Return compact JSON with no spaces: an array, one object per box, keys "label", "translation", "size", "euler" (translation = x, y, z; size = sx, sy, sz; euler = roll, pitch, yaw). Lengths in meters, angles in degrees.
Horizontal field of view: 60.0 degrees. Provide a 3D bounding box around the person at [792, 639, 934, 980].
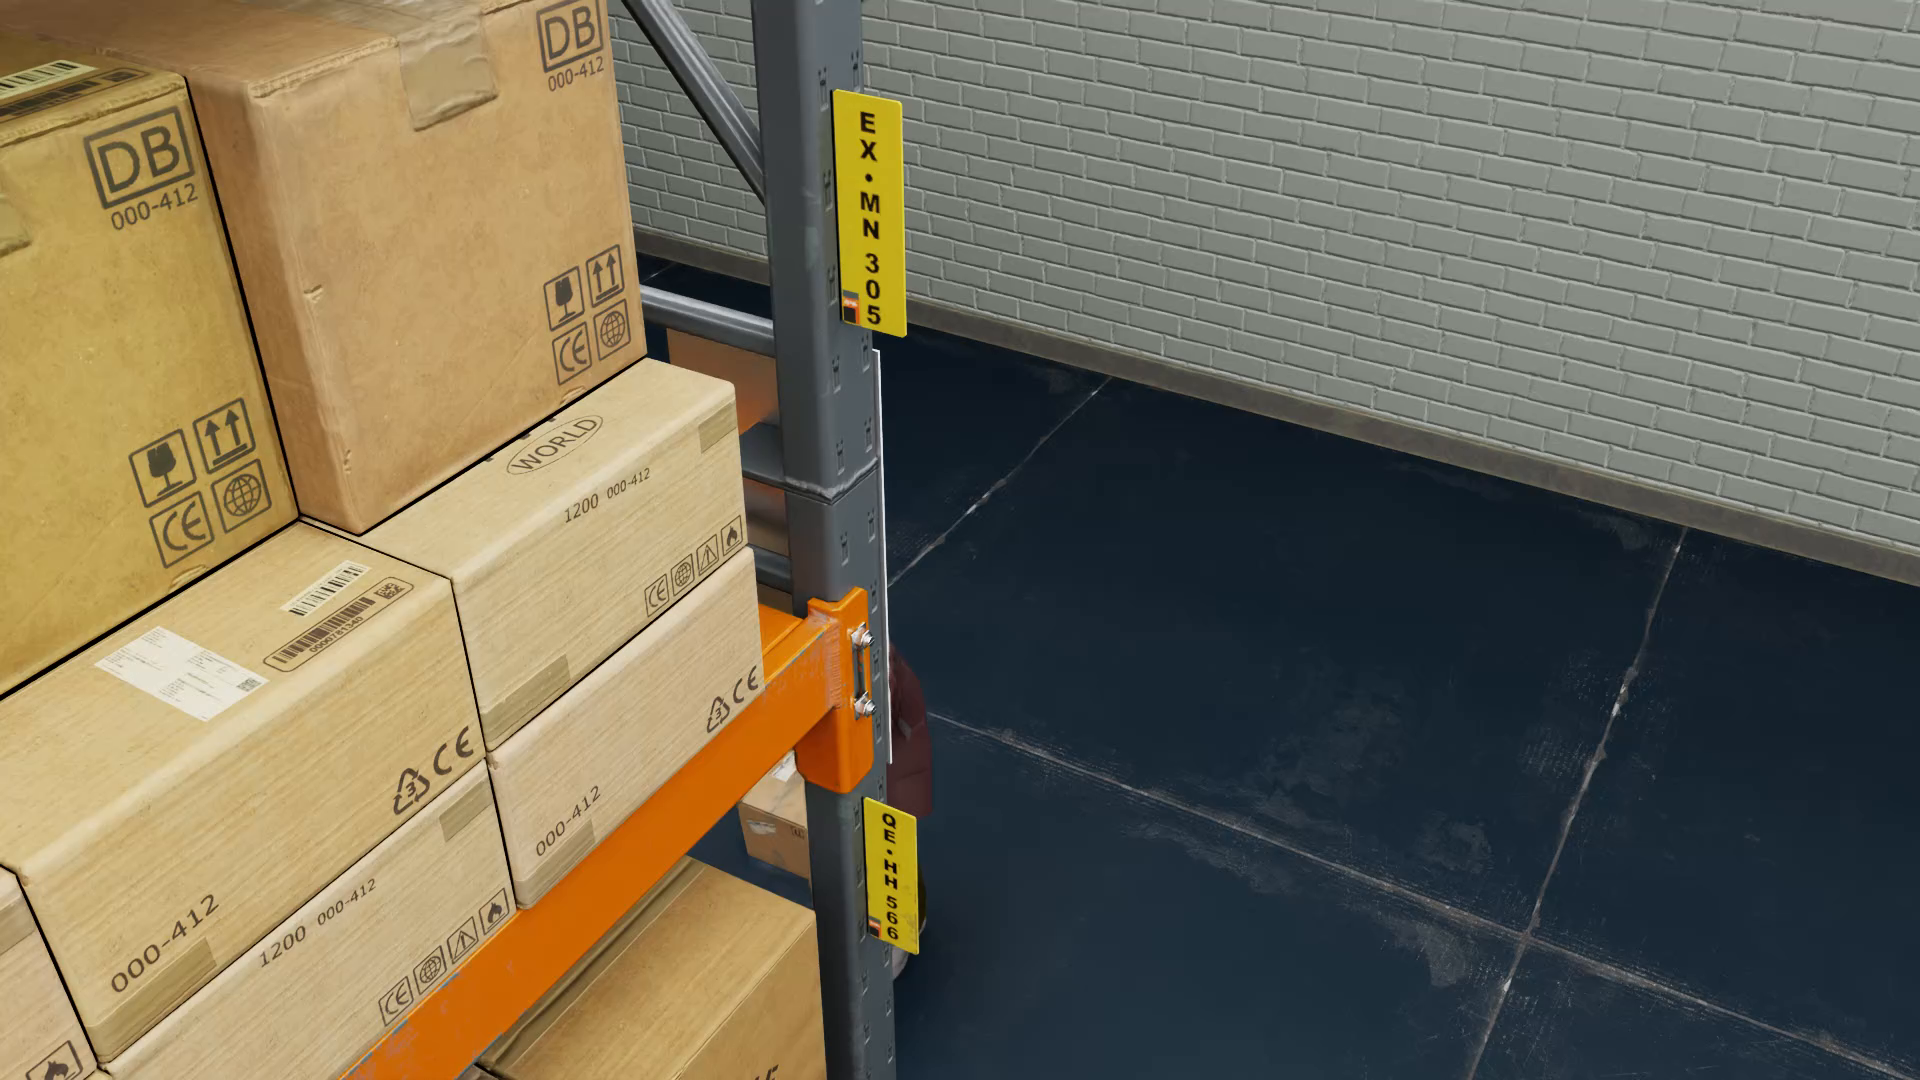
[{"label":"person","translation":[-0.377,0.720,5.193],"size":[0.543,1.653,0.662],"euler":[17,37,23]}]
